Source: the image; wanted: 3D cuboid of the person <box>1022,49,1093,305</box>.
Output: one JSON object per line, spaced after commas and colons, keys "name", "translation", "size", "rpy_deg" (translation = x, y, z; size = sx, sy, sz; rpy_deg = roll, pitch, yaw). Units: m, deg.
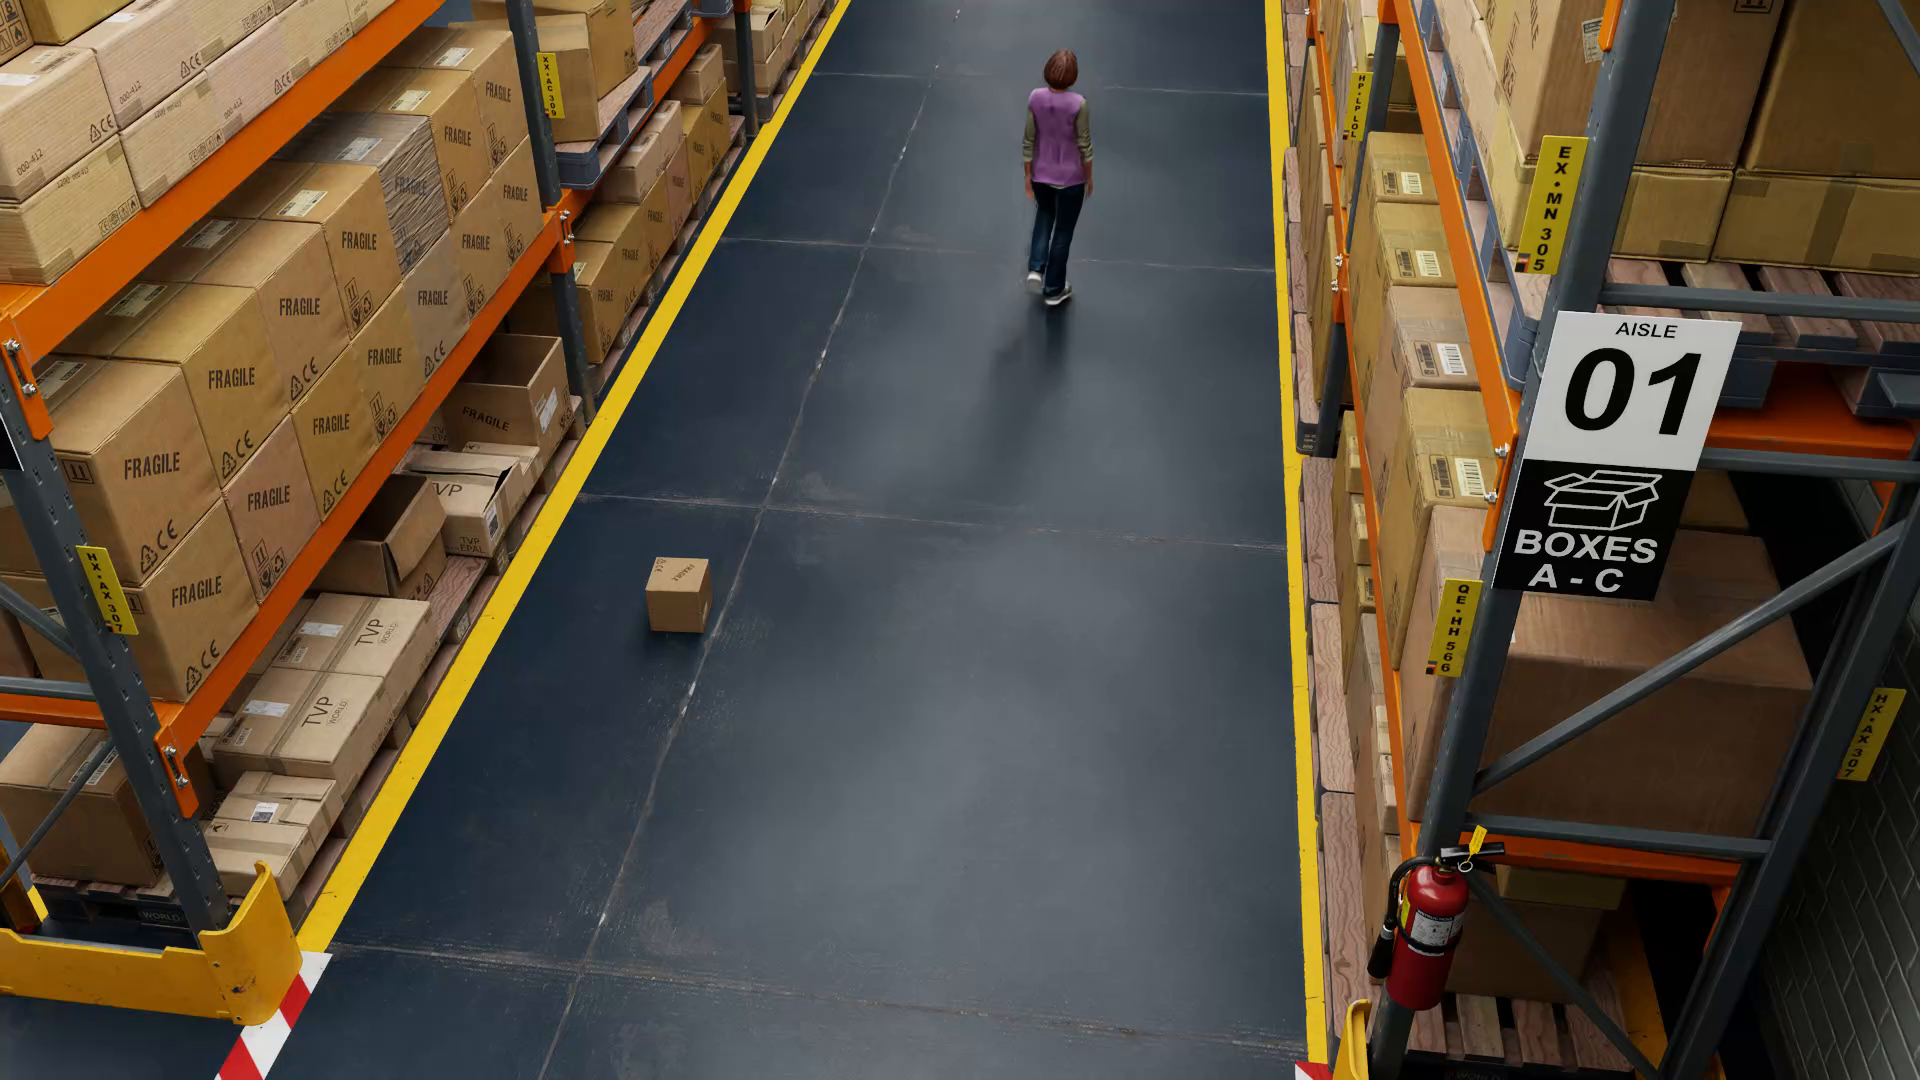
{"name": "person", "translation": [0.595, -2.164, 9.923], "size": [0.412, 1.590, 0.387], "rpy_deg": [16, 39, 20]}
